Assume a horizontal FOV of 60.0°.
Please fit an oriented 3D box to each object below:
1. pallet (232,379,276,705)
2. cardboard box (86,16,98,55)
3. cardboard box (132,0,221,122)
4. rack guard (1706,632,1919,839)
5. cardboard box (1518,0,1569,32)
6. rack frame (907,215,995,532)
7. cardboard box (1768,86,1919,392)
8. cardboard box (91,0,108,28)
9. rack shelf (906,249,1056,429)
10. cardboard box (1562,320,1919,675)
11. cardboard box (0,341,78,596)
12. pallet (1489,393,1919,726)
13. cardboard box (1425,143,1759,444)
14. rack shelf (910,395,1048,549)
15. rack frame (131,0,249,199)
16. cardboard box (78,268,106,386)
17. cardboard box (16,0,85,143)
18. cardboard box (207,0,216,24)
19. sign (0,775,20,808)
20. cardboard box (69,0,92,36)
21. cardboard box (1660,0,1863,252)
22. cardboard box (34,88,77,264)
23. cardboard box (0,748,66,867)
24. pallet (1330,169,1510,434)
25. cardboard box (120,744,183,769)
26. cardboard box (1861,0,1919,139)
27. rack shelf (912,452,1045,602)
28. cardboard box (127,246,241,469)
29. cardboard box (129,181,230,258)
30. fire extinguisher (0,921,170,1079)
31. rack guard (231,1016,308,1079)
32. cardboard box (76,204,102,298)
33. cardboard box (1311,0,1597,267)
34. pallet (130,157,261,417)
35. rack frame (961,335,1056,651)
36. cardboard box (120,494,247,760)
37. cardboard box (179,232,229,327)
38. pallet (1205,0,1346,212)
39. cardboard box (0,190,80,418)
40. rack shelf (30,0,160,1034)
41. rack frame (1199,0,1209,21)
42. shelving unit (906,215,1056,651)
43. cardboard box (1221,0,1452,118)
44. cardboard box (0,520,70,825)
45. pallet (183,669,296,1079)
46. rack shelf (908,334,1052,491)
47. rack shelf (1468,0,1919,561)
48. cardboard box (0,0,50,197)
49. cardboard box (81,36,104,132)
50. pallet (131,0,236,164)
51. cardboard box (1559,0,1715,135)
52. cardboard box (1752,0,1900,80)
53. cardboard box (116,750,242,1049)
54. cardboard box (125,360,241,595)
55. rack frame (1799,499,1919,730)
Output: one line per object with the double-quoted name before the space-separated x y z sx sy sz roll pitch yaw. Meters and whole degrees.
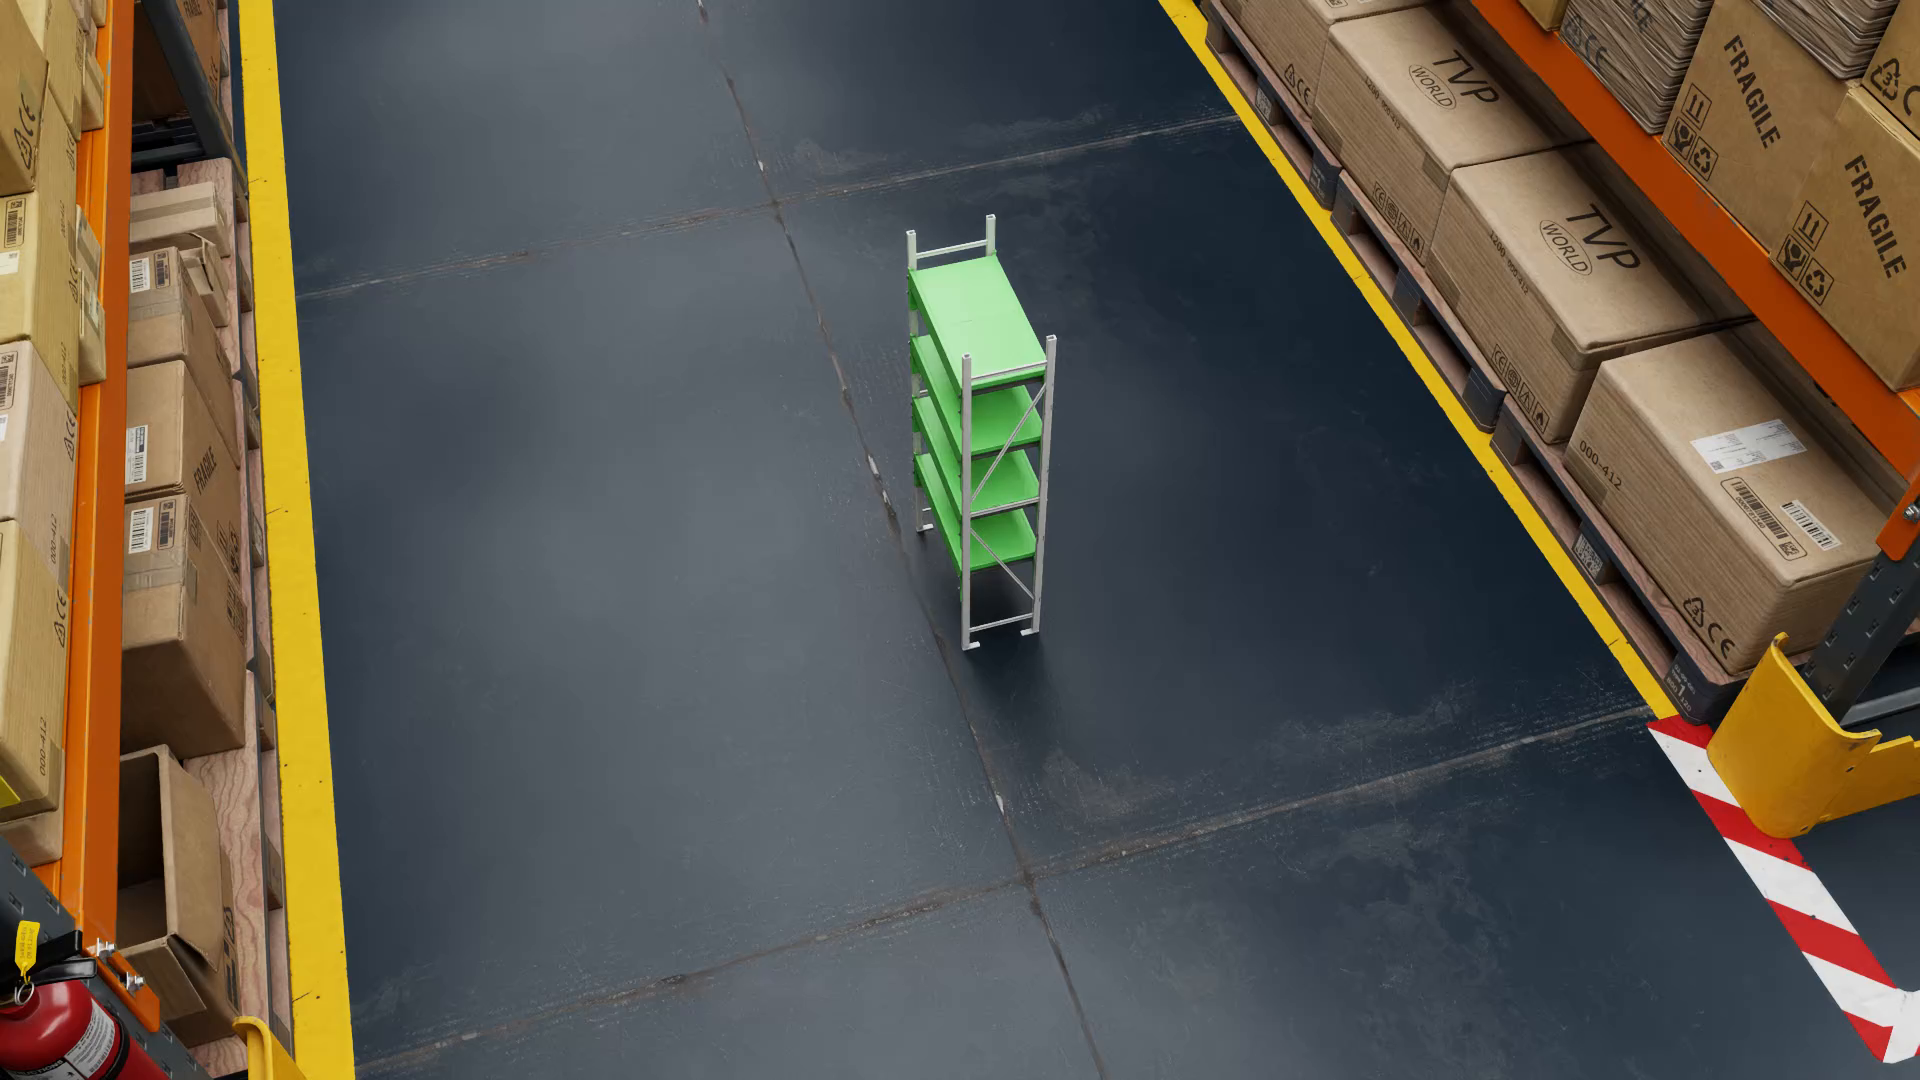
"pallet" -2.646 0.088 5.038 1.003 0.211 1.213 -13 51 -11
"cardboard box" -2.627 -1.381 4.617 0.380 0.149 0.250 -12 51 -10
"cardboard box" -3.140 -1.939 6.283 0.500 0.500 0.500 -11 51 -9
"rack guard" 2.718 0.414 4.574 1.175 0.500 0.348 -13 51 -11
"cardboard box" 1.855 -1.851 4.783 0.500 0.500 0.500 -12 51 -10
"rack frame" -0.023 -0.444 4.840 0.240 1.200 0.015 -13 51 -11
"cardboard box" 2.316 -0.734 3.841 0.500 0.500 0.500 -13 51 -11
"cardboard box" -2.679 -1.579 4.784 0.380 0.149 0.250 -12 51 -10
"rack shelf" 0.049 -0.534 4.371 0.258 0.148 0.480 -13 51 -11
"cardboard box" 2.420 -0.178 4.839 0.875 0.438 0.875 -15 51 -12
"cardboard box" -2.055 -0.092 3.269 0.500 0.250 0.500 -13 51 -11
"pallet" 2.400 -0.077 5.177 1.003 0.211 1.213 -13 51 -11
"cardboard box" 2.142 -0.845 5.401 0.875 0.438 0.875 -12 51 -10
"rack shelf" 0.049 -0.225 4.738 0.258 0.148 0.480 -13 51 -11
"rack frame" -3.212 -2.206 5.147 1.000 3.000 0.127 -13 51 -11
"cardboard box" -2.198 -0.457 3.838 0.380 0.149 0.250 -15 51 -12
"cardboard box" -2.531 -1.206 4.209 0.500 0.250 0.500 -14 51 -11
"cardboard box" -3.307 -2.326 6.609 0.500 0.500 0.500 -14 51 -11
"sign" -1.511 0.314 2.457 0.100 0.325 0.005 -13 51 -11
"cardboard box" -2.666 -1.574 4.518 0.500 0.250 0.500 -13 51 -11
"cardboard box" 2.182 -1.104 4.153 0.500 0.500 0.500 -14 51 -12
"cardboard box" -2.380 -0.830 3.892 0.500 0.250 0.500 -15 51 -12
"cardboard box" -1.864 0.495 3.035 0.380 0.149 0.250 -14 51 -11
"pallet" 2.043 -0.966 5.926 1.003 0.211 1.213 -13 51 -11
"cardboard box" -2.208 0.712 4.278 0.380 0.149 0.250 -15 52 -12
"cardboard box" 2.341 -1.062 3.464 0.500 0.500 0.500 -12 51 -10
"rack shelf" 0.049 -0.070 4.922 0.258 0.148 0.480 -13 51 -11
"cardboard box" -2.642 -0.473 5.047 0.700 0.500 0.500 -15 52 -12
"cardboard box" -2.767 -1.081 5.790 0.380 0.149 0.250 -15 51 -12
"fire extinguisher" -1.544 0.864 2.854 0.296 0.674 0.183 -13 51 -11
"rack guard" -2.052 1.466 3.687 1.175 0.500 0.348 -13 51 -11
"cardboard box" -2.295 -0.645 3.996 0.380 0.149 0.250 -12 51 -10
"cardboard box" 1.877 -1.504 5.957 0.875 0.438 0.875 -15 51 -12
"pallet" -3.010 -0.805 5.791 1.003 0.211 1.213 -13 51 -11
"rack frame" 0.121 -0.088 4.539 0.240 1.200 0.015 -13 51 -11
"cardboard box" -2.335 0.285 4.408 0.700 0.500 0.500 -11 51 -9
"cardboard box" -2.661 -0.858 5.525 0.396 0.266 0.258 -12 51 -10
"pallet" 1.678 -1.859 6.679 1.003 0.211 1.213 -13 51 -11
"cardboard box" -2.209 -0.462 3.581 0.500 0.250 0.500 -14 51 -12
"rack shelf" -2.621 -0.513 4.191 1.077 0.370 4.000 -13 51 -11
"rack frame" 1.528 -3.331 6.096 1.000 3.000 0.127 -13 51 -11
"shelving unit" 0.049 -0.266 4.689 0.258 1.200 0.503 -13 51 -11
"cardboard box" 1.611 -2.157 6.508 0.875 0.438 0.875 -14 51 -12
"cardboard box" -1.906 0.276 2.959 0.500 0.250 0.500 -13 51 -11
"pallet" -2.289 0.977 4.288 1.003 0.211 1.213 -13 51 -11
"rack shelf" 0.049 -0.379 4.555 0.258 0.148 0.480 -13 51 -11
"rack shelf" 2.120 -1.638 5.139 1.077 0.370 4.000 -13 51 -11
"cardboard box" -2.350 -1.061 3.596 0.500 0.500 0.500 -12 51 -10
"cardboard box" -2.525 -1.201 4.465 0.380 0.149 0.250 -14 51 -12
"pallet" -3.489 -1.892 6.707 1.003 0.211 1.213 -13 51 -11
"cardboard box" 2.020 -1.477 4.468 0.500 0.500 0.500 -12 51 -10
"cardboard box" 2.159 -1.437 3.780 0.500 0.500 0.500 -13 51 -11
"cardboard box" -2.120 0.917 3.873 0.797 0.503 0.637 -15 52 -12
"cardboard box" -2.396 -0.124 4.753 0.500 0.500 0.500 -12 51 -10
"rack frame" 2.711 -0.409 3.633 1.000 3.000 0.127 -13 51 -11
